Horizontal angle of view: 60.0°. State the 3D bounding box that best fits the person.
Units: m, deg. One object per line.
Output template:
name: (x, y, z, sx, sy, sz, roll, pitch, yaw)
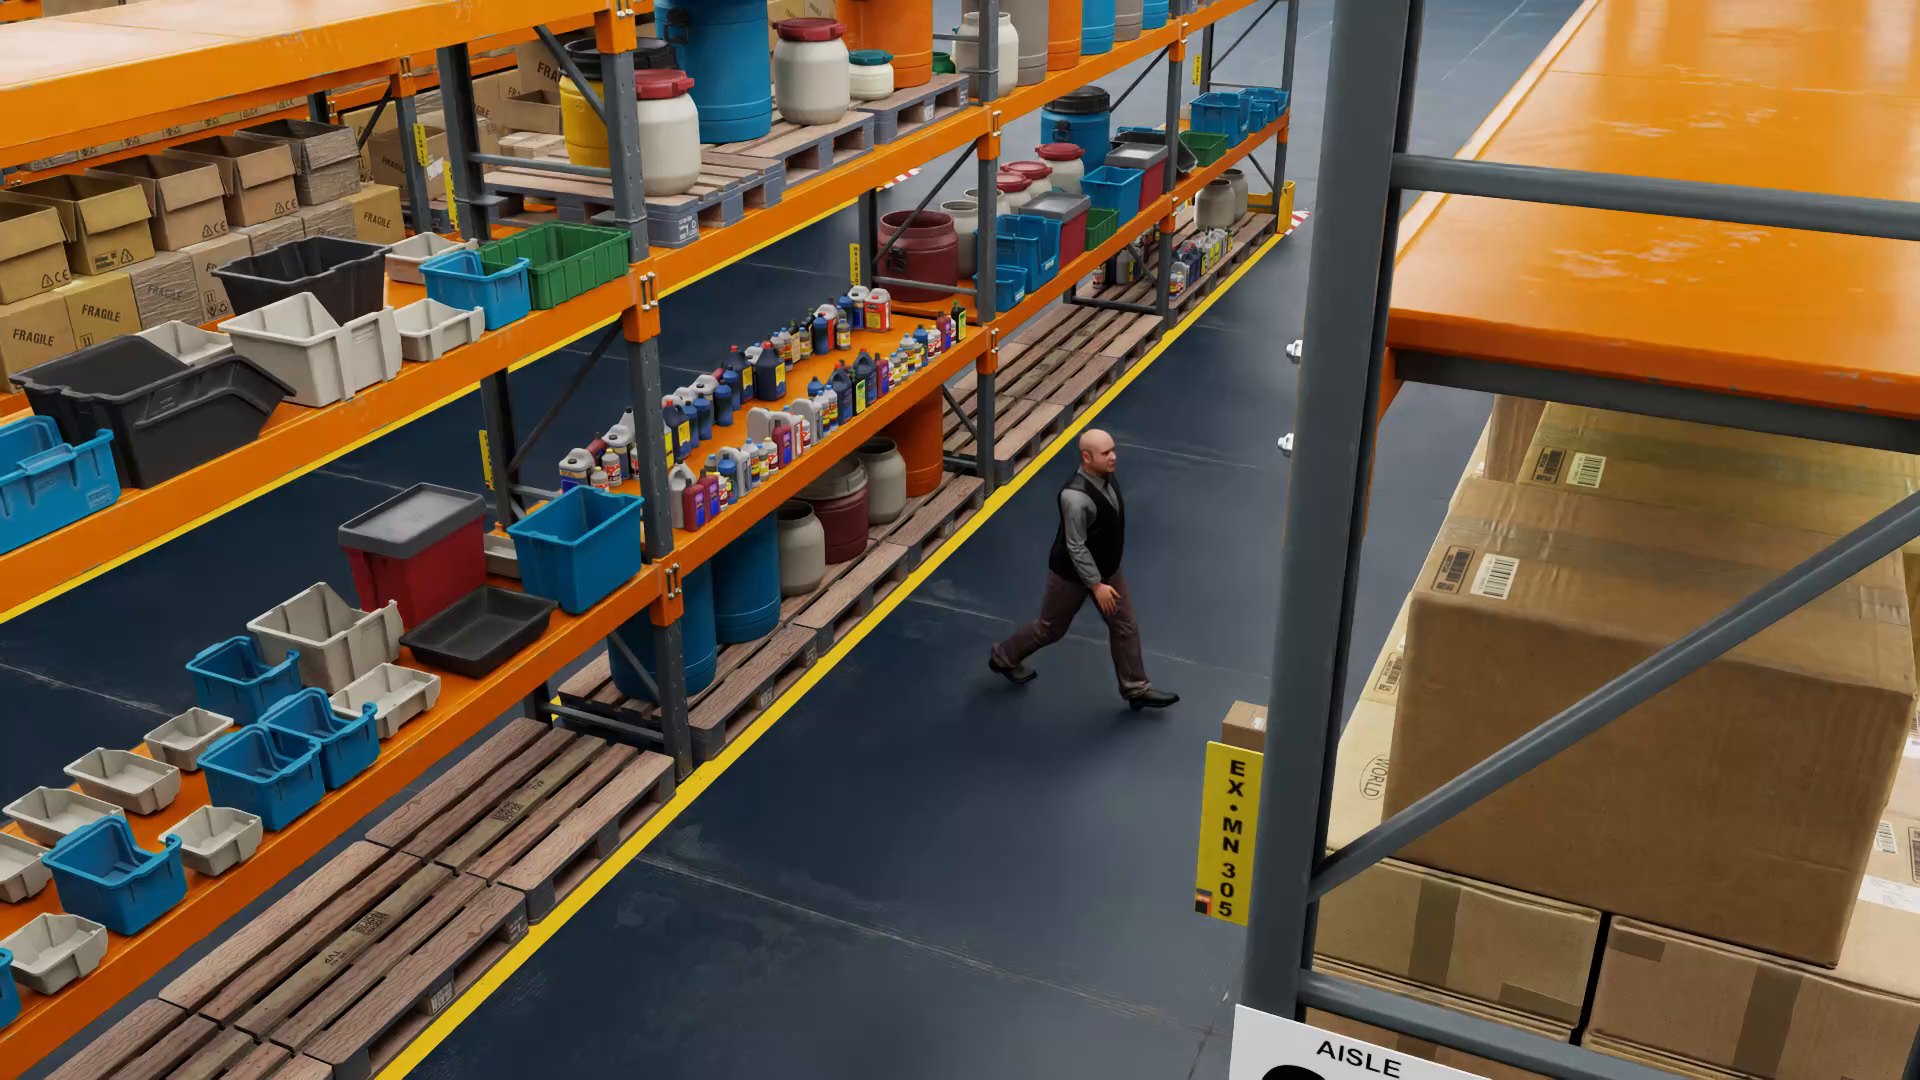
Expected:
person: (0.688, 0.165, 9.160, 1.103, 1.669, 0.563, 16, 30, 30)
